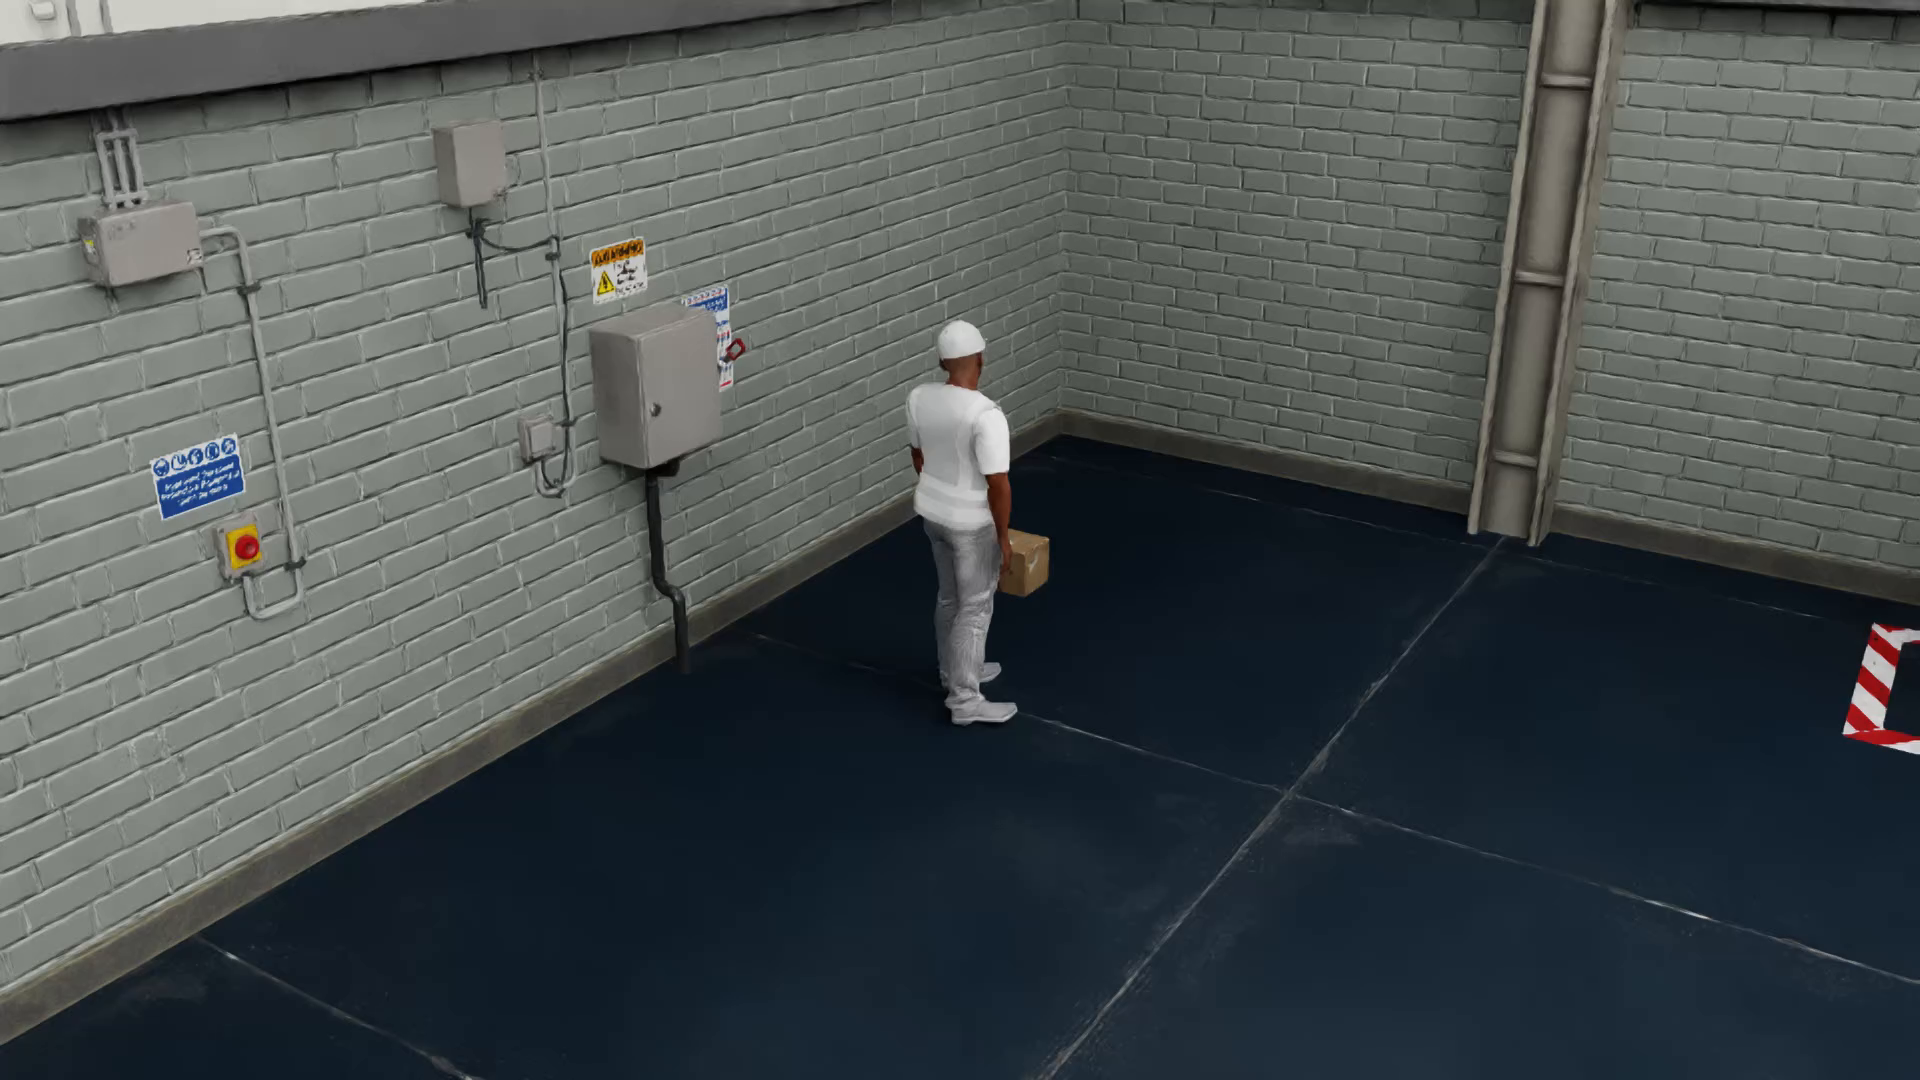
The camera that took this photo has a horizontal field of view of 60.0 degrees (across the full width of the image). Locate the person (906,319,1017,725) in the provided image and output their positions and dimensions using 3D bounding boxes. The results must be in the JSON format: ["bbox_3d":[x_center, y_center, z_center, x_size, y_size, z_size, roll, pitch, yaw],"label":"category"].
[{"bbox_3d":[0.025,-0.100,7.306,0.526,1.763,0.681,-20,30,-39],"label":"person"}]
